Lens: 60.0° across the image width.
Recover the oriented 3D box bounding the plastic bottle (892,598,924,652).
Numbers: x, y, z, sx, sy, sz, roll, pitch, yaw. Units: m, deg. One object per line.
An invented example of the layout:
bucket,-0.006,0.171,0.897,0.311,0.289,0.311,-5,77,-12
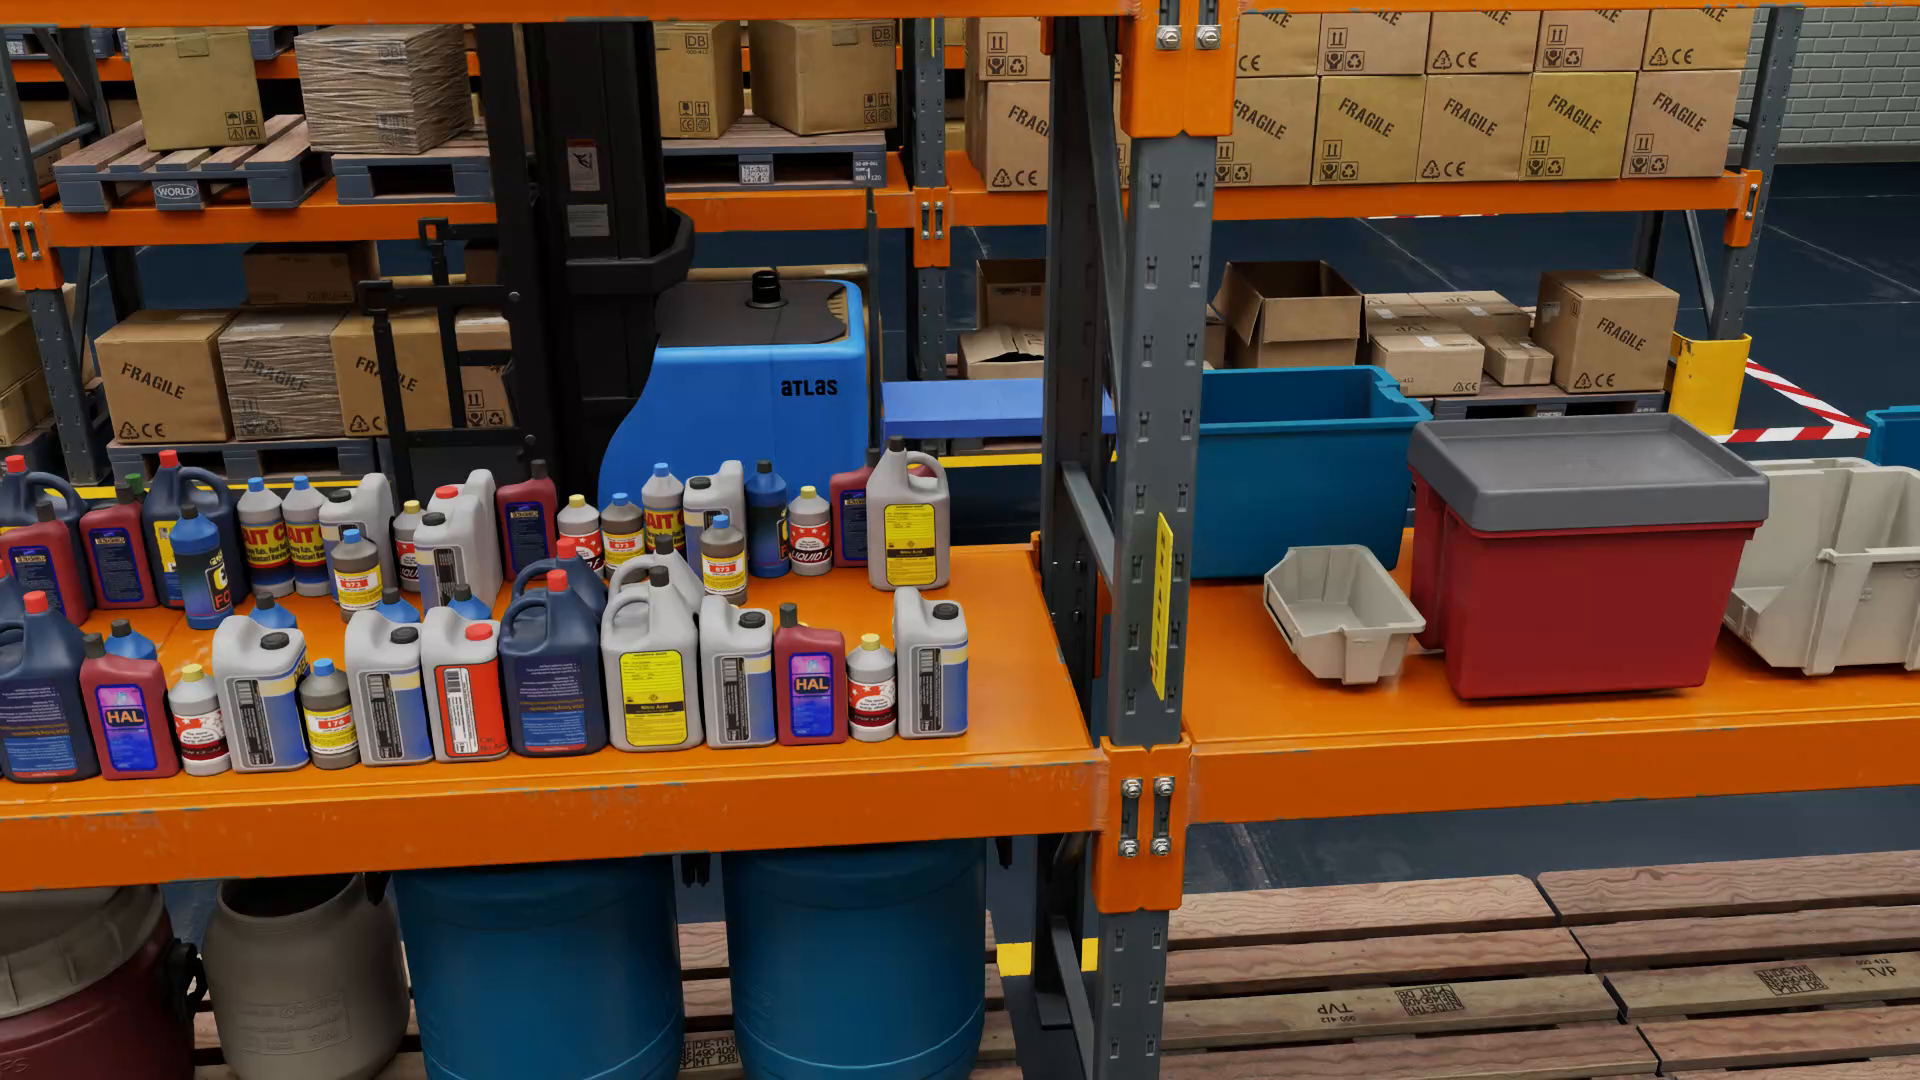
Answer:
plastic bottle,-0.087,0.211,3.327,0.097,0.201,0.097,0,24,0

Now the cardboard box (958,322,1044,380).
cardboard box,0.260,-0.880,8.307,0.500,0.311,0.500,-2,24,-5

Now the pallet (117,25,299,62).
pallet,-5.349,-3.662,12.032,1.003,0.211,1.213,-2,24,-5

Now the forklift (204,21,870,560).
forklift,-1.887,-1.242,6.435,3.031,2.935,1.130,-2,24,-4

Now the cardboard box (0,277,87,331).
cardboard box,-4.710,-1.109,8.229,0.500,0.311,0.500,-1,24,-3

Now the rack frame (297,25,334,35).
rack frame,-4.650,-3.821,12.154,0.127,3.000,1.000,-2,24,-5

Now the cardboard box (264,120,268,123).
cardboard box,-5.362,-2.830,12.460,0.500,0.500,0.700,-2,24,-4

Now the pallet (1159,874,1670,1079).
pallet,1.032,1.253,4.172,1.213,0.211,1.003,-2,24,-5

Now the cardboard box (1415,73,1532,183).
cardboard box,2.370,-2.016,7.970,0.500,0.500,0.500,-2,24,-5

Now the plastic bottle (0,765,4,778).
plastic bottle,-1.834,0.298,3.039,0.135,0.276,0.152,-2,24,-5

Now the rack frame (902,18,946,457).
rack frame,-0.179,-1.979,8.009,0.127,3.000,1.000,-2,24,-5

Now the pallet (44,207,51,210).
pallet,-6.639,-2.469,12.545,1.213,0.211,1.003,-2,24,-5

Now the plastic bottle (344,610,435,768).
plastic bottle,-1.056,0.267,3.110,0.135,0.276,0.152,-2,24,-5

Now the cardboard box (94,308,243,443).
cardboard box,-3.679,-0.781,7.849,0.500,0.500,0.500,-1,24,-3

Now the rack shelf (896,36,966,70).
rack shelf,1.321,-3.732,12.839,4.000,0.370,1.077,-2,24,-5

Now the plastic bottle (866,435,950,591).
plastic bottle,-0.118,-0.069,3.774,0.185,0.351,0.144,-2,24,-5

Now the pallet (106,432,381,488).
pallet,-3.413,-0.559,8.249,1.213,0.211,1.003,-2,24,-5

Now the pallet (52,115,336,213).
pallet,-3.492,-1.787,7.813,1.003,0.211,1.213,-2,24,-5

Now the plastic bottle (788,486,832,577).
plastic bottle,-0.348,-0.026,3.861,0.097,0.201,0.097,0,24,0

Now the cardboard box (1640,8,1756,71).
cardboard box,3.386,-2.512,7.855,0.500,0.500,0.500,-3,24,-6

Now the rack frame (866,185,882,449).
rack frame,-0.353,-0.672,6.916,0.032,1.500,0.500,-2,24,-4

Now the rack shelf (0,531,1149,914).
rack shelf,-1.686,0.432,3.471,4.000,0.370,1.077,-2,24,-5

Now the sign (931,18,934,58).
sign,-0.121,-2.284,7.269,0.005,0.325,0.100,-2,24,-5

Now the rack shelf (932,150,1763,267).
rack shelf,1.811,-1.730,8.335,4.000,0.370,1.077,-2,24,-5

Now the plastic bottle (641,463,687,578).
plastic bottle,-0.676,-0.045,3.817,0.097,0.271,0.097,0,24,0

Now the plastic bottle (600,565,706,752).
plastic bottle,-0.578,0.215,3.134,0.185,0.351,0.144,-2,24,-5

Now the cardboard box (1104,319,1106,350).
cardboard box,0.727,-1.054,8.896,0.250,0.149,0.380,-2,24,-5

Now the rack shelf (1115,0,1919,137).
rack shelf,2.295,-1.098,3.221,4.000,0.370,1.077,-2,24,-5

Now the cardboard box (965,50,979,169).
cardboard box,0.293,-2.148,8.267,0.500,0.500,0.500,-2,24,-4

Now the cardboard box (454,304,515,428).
cardboard box,-2.140,-0.845,7.993,0.500,0.500,0.500,-3,24,-7

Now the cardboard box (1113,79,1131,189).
cardboard box,0.864,-1.956,7.835,0.500,0.500,0.500,-2,24,-4

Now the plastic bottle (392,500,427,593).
plastic bottle,-1.233,0.009,3.781,0.097,0.201,0.097,0,24,0

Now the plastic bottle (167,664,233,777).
plastic bottle,-1.399,0.326,3.069,0.097,0.201,0.097,0,24,0

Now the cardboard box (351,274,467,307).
cardboard box,-2.737,-1.031,8.412,0.500,0.500,0.500,-3,24,-7

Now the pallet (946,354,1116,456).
pallet,0.505,-0.731,8.636,1.213,0.211,1.003,-2,24,-5

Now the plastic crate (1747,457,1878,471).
plastic crate,2.008,-0.074,3.975,0.466,0.136,0.293,-2,24,-5

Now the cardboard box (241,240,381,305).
cardboard box,-3.196,-1.357,8.222,0.500,0.250,0.500,-1,24,-3

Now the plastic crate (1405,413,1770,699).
plastic crate,1.217,0.033,3.331,0.583,0.464,0.402,-2,24,-5

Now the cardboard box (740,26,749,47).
cardboard box,-1.489,-3.736,12.246,0.250,0.149,0.380,-2,24,-3

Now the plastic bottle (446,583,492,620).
plastic bottle,-0.952,0.214,3.235,0.097,0.271,0.097,0,24,0

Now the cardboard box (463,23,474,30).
cardboard box,-3.620,-3.945,11.919,0.500,0.500,0.500,-2,24,-3

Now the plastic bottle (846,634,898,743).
plastic bottle,-0.169,0.276,3.180,0.097,0.201,0.097,0,24,0

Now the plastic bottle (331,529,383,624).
plastic bottle,-1.315,0.075,3.634,0.097,0.201,0.097,0,24,0

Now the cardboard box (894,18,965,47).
cardboard box,-0.128,-4.133,12.486,0.700,0.700,0.980,-2,24,-4

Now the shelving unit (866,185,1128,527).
shelving unit,0.153,-0.688,6.952,1.048,1.500,0.538,-2,24,-4

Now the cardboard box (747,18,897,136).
cardboard box,-0.672,-2.288,8.064,0.500,0.500,0.700,-11,26,-23

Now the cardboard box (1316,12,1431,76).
cardboard box,1.857,-2.449,7.712,0.500,0.500,0.500,-2,24,-4

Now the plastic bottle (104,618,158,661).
plastic bottle,-1.538,0.274,3.098,0.097,0.271,0.097,0,24,0

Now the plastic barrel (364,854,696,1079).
plastic barrel,-0.944,0.834,3.748,0.708,0.901,0.600,-2,24,-5

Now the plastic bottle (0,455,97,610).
plastic bottle,-2.016,-0.018,3.658,0.185,0.351,0.144,-2,24,-5

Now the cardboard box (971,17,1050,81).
cardboard box,0.318,-2.386,7.572,0.500,0.500,0.500,-2,24,-4

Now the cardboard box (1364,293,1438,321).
cardboard box,2.238,-1.136,8.957,0.500,0.250,0.500,-2,24,-5

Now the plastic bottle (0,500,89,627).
plastic bottle,-1.980,0.053,3.581,0.133,0.283,0.061,-2,24,-5

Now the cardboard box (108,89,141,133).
cardboard box,-5.935,-3.175,12.314,0.500,0.250,0.500,-2,24,-4

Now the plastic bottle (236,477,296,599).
plastic bottle,-1.561,-0.010,3.737,0.097,0.271,0.097,0,24,0

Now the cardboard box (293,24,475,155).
cardboard box,-2.615,-2.087,7.612,0.500,0.500,0.700,2,24,5

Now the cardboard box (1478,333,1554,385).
cardboard box,2.873,-0.944,8.627,0.250,0.166,0.380,-2,24,-5
